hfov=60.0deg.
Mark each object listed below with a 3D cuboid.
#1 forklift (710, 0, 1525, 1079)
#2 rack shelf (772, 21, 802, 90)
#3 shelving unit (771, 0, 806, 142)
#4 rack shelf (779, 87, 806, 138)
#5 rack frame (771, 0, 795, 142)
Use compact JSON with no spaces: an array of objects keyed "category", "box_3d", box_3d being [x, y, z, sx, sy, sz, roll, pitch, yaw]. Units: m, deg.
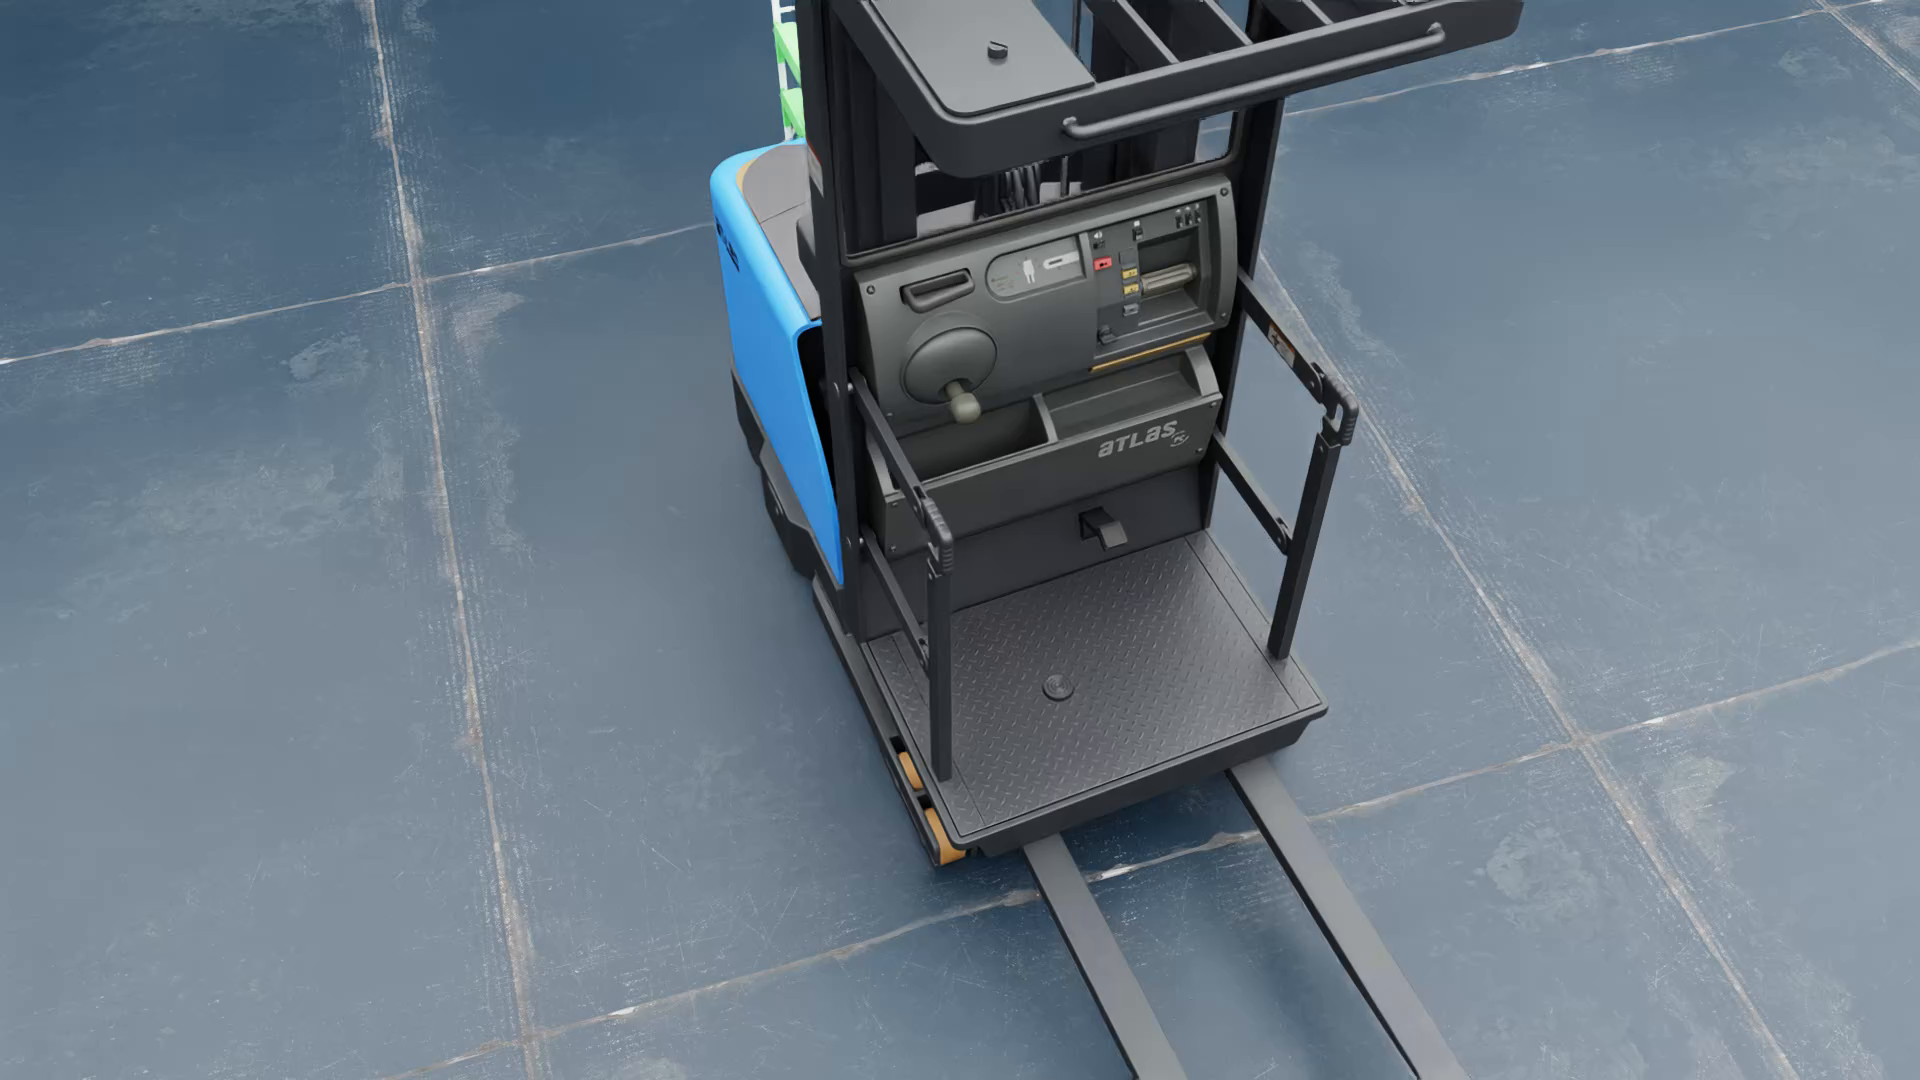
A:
[{"category":"forklift","box_3d":[0.304,-0.448,3.710,1.130,2.935,3.031,-18,52,-15]},{"category":"rack shelf","box_3d":[-0.386,-1.436,5.126,0.258,0.148,0.480,-16,51,-13]},{"category":"shelving unit","box_3d":[-0.383,-1.162,5.439,0.258,1.200,0.503,-16,51,-13]},{"category":"rack shelf","box_3d":[-0.384,-1.278,5.306,0.258,0.148,0.480,-16,51,-13]},{"category":"rack frame","box_3d":[-0.466,-1.335,5.590,0.240,1.200,0.015,-16,51,-13]}]
